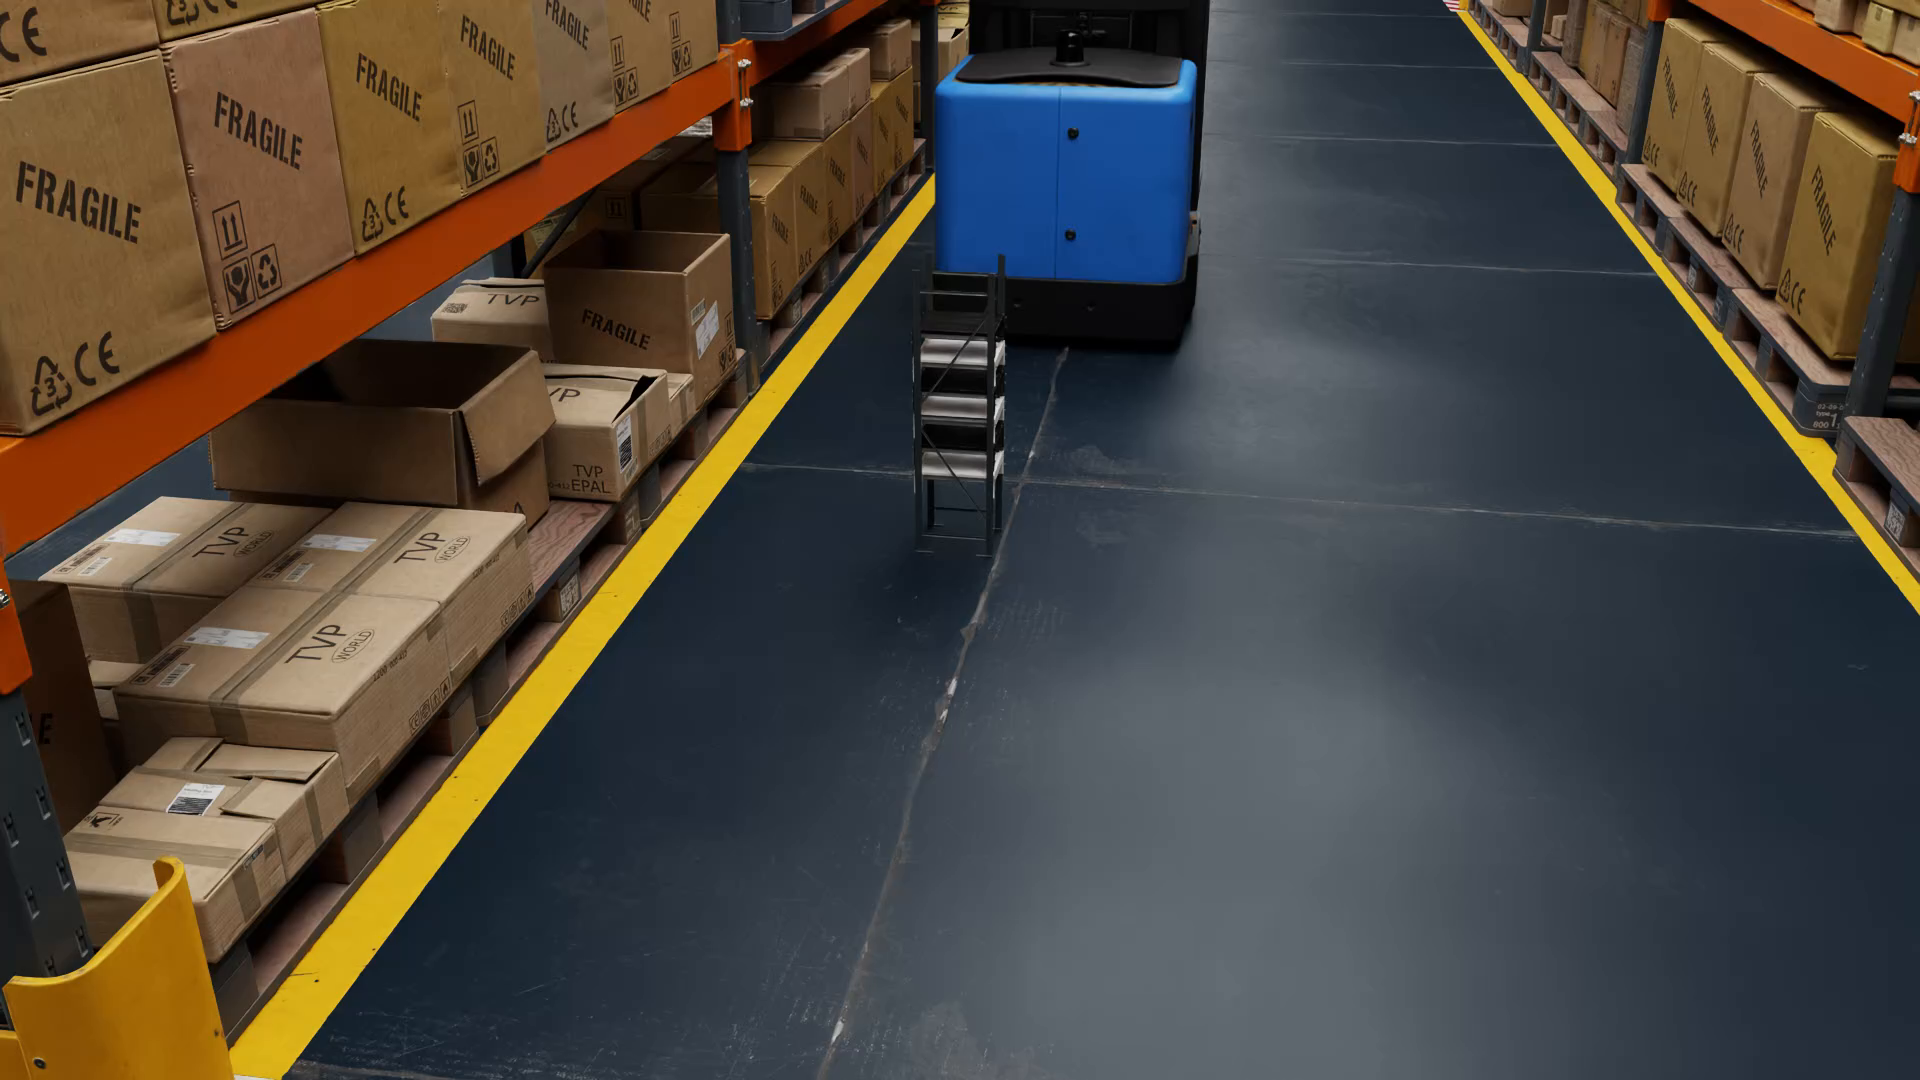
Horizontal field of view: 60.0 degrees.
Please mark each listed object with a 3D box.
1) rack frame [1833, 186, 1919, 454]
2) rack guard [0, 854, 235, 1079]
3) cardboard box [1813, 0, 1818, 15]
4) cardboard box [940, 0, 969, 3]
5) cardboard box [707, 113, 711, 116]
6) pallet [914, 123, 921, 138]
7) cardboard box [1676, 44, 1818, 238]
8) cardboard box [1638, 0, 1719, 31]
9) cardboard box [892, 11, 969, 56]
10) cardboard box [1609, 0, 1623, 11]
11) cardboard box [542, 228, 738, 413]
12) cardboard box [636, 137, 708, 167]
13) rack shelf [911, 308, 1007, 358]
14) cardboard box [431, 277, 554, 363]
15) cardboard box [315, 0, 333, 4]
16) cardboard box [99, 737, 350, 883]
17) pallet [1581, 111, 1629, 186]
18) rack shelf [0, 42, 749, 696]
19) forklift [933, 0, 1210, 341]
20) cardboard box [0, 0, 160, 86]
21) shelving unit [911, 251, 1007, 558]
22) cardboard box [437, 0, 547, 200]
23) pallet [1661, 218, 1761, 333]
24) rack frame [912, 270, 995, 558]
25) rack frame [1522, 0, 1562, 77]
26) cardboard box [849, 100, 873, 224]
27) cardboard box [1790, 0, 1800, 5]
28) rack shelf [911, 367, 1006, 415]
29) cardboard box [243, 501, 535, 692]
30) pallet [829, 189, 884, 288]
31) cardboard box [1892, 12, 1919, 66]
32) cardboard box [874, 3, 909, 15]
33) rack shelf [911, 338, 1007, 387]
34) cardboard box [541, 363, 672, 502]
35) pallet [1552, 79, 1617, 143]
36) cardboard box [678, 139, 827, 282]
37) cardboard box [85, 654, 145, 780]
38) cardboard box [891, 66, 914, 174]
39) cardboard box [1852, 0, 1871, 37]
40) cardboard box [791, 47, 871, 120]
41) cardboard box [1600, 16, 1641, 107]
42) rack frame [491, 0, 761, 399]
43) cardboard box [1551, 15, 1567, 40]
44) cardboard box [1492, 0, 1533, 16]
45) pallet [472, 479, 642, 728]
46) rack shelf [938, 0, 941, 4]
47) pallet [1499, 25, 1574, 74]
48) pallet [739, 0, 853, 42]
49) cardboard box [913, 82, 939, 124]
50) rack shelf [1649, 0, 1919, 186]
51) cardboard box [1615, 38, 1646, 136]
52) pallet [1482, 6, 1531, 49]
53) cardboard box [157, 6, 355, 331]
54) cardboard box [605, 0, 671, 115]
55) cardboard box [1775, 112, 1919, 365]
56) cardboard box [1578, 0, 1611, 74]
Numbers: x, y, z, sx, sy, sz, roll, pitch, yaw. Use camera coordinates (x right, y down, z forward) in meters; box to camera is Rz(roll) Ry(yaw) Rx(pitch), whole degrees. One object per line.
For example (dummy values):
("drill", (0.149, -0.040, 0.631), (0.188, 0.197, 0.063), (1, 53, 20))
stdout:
("rack frame", (3.603, -1.621, 5.174), (1.000, 3.000, 0.127), (4, 25, 9))
("rack guard", (-1.926, 0.811, 2.928), (1.175, 0.500, 0.348), (4, 25, 9))
("cardboard box", (3.574, -2.102, 6.475), (0.380, 0.149, 0.250), (4, 25, 9))
("cardboard box", (-0.009, -3.681, 11.663), (0.500, 0.311, 0.500), (4, 25, 8))
("cardboard box", (-1.235, -1.885, 8.168), (0.500, 0.500, 0.500), (3, 25, 7))
("pallet", (-0.458, -2.714, 10.799), (1.003, 0.211, 1.213), (4, 25, 9))
("cardboard box", (3.857, -1.846, 7.696), (0.750, 0.750, 0.750), (4, 25, 8))
("cardboard box", (4.478, -3.239, 10.177), (0.500, 0.250, 0.500), (4, 25, 10))
("cardboard box", (-0.178, -3.253, 10.749), (0.500, 0.311, 0.500), (3, 25, 7))
("cardboard box", (4.656, -3.662, 11.081), (0.500, 0.250, 0.500), (3, 25, 7))
("cardboard box", (-1.098, -0.772, 5.790), (0.500, 0.500, 0.500), (4, 25, 9))
("cardboard box", (-1.398, -1.462, 7.265), (0.500, 0.500, 0.500), (4, 25, 9))
("rack shelf", (-0.001, -0.619, 4.952), (0.258, 0.077, 0.200), (4, 25, 9))
("cardboard box", (-1.567, -0.783, 6.038), (0.500, 0.311, 0.500), (4, 25, 9))
("cardboard box", (-1.441, -1.383, 3.369), (0.500, 0.500, 0.500), (4, 25, 9))
("cardboard box", (-1.490, 0.539, 3.384), (0.380, 0.166, 0.250), (4, 25, 9))
("pallet", (4.386, -2.358, 10.038), (1.003, 0.211, 1.213), (4, 25, 9))
("rack shelf", (-1.612, -0.800, 4.270), (1.077, 0.370, 4.000), (4, 25, 9))
("forklift", (0.622, -2.740, 7.646), (1.130, 2.935, 3.031), (4, 25, 8))
("cardboard box", (-1.606, -0.955, 2.455), (0.500, 0.500, 0.500), (5, 26, 10))
("shelving unit", (-0.001, -0.404, 5.052), (0.258, 0.900, 0.210), (4, 25, 9))
("cardboard box", (-1.359, -1.137, 4.023), (0.500, 0.500, 0.500), (4, 25, 9))
("pallet", (3.852, -1.198, 7.560), (1.003, 0.211, 1.213), (4, 25, 9))
("rack frame", (-0.018, -0.362, 4.961), (0.240, 0.900, 0.006), (4, 25, 9))
("rack frame", (4.910, -4.967, 12.323), (1.000, 3.000, 0.127), (4, 25, 9))
("cardboard box", (-0.717, -1.859, 8.113), (0.500, 0.500, 0.500), (3, 25, 7))
("cardboard box", (3.684, -2.316, 6.932), (0.380, 0.149, 0.250), (5, 26, 10))
("rack shelf", (-0.001, -0.455, 5.028), (0.258, 0.077, 0.200), (4, 25, 9))
("cardboard box", (-1.406, 0.131, 4.157), (0.500, 0.250, 0.500), (4, 25, 9))
("pallet", (-0.992, -1.554, 8.321), (1.003, 0.211, 1.213), (4, 25, 9))
("cardboard box", (3.379, -1.677, 5.567), (0.380, 0.149, 0.250), (4, 25, 9))
("cardboard box", (-0.625, -3.499, 11.274), (0.500, 0.311, 0.500), (4, 25, 8))
("rack shelf", (-0.001, -0.537, 4.990), (0.258, 0.077, 0.200), (4, 25, 9))
("cardboard box", (-1.221, -0.372, 5.160), (0.500, 0.311, 0.500), (4, 25, 9))
("pallet", (4.587, -2.866, 11.125), (1.003, 0.211, 1.213), (4, 25, 9))
("cardboard box", (-0.889, -1.439, 7.215), (0.500, 0.500, 0.500), (4, 25, 9))
("cardboard box", (-1.938, 0.387, 3.709), (0.380, 0.166, 0.250), (4, 25, 9))
("cardboard box", (-0.552, -2.295, 9.045), (0.500, 0.500, 0.500), (5, 26, 11))
("cardboard box", (3.483, -1.889, 6.021), (0.380, 0.149, 0.250), (5, 26, 10))
("cardboard box", (-0.721, -2.183, 7.920), (0.500, 0.250, 0.500), (4, 25, 8))
("cardboard box", (4.575, -3.083, 10.727), (0.700, 0.500, 0.500), (4, 25, 8))
("rack frame", (-1.285, -1.962, 5.904), (1.000, 3.000, 0.127), (4, 25, 9))
("cardboard box", (4.968, -4.109, 13.312), (0.380, 0.166, 0.250), (1, 25, 2))
("cardboard box", (5.100, -4.882, 14.571), (0.700, 0.500, 0.500), (2, 25, 5))
("pallet", (-1.595, 0.099, 4.789), (1.003, 0.211, 1.213), (4, 25, 9))
("rack shelf", (-0.304, -4.146, 11.418), (1.077, 0.370, 4.000), (4, 25, 9))
("pallet", (4.985, -3.987, 13.519), (1.003, 0.211, 1.213), (4, 25, 9))
("pallet", (-1.047, -2.202, 6.643), (1.003, 0.211, 1.213), (4, 25, 9))
("cardboard box", (-0.256, -2.779, 10.397), (0.500, 0.250, 0.500), (4, 25, 8))
("rack shelf", (3.930, -2.132, 7.114), (1.077, 0.370, 4.000), (4, 25, 9))
("cardboard box", (4.323, -2.666, 9.836), (0.700, 0.500, 0.500), (4, 25, 9))
("pallet", (5.182, -4.499, 14.612), (1.003, 0.211, 1.213), (4, 25, 9))
("cardboard box", (-1.527, -0.718, 3.128), (0.500, 0.500, 0.500), (4, 25, 8))
("cardboard box", (-1.196, -1.565, 4.938), (0.500, 0.500, 0.500), (5, 25, 10))
("cardboard box", (3.581, -1.118, 6.141), (0.750, 0.750, 0.750), (4, 25, 9))
("cardboard box", (4.771, -3.505, 11.630), (0.700, 0.500, 0.500), (4, 25, 7))
